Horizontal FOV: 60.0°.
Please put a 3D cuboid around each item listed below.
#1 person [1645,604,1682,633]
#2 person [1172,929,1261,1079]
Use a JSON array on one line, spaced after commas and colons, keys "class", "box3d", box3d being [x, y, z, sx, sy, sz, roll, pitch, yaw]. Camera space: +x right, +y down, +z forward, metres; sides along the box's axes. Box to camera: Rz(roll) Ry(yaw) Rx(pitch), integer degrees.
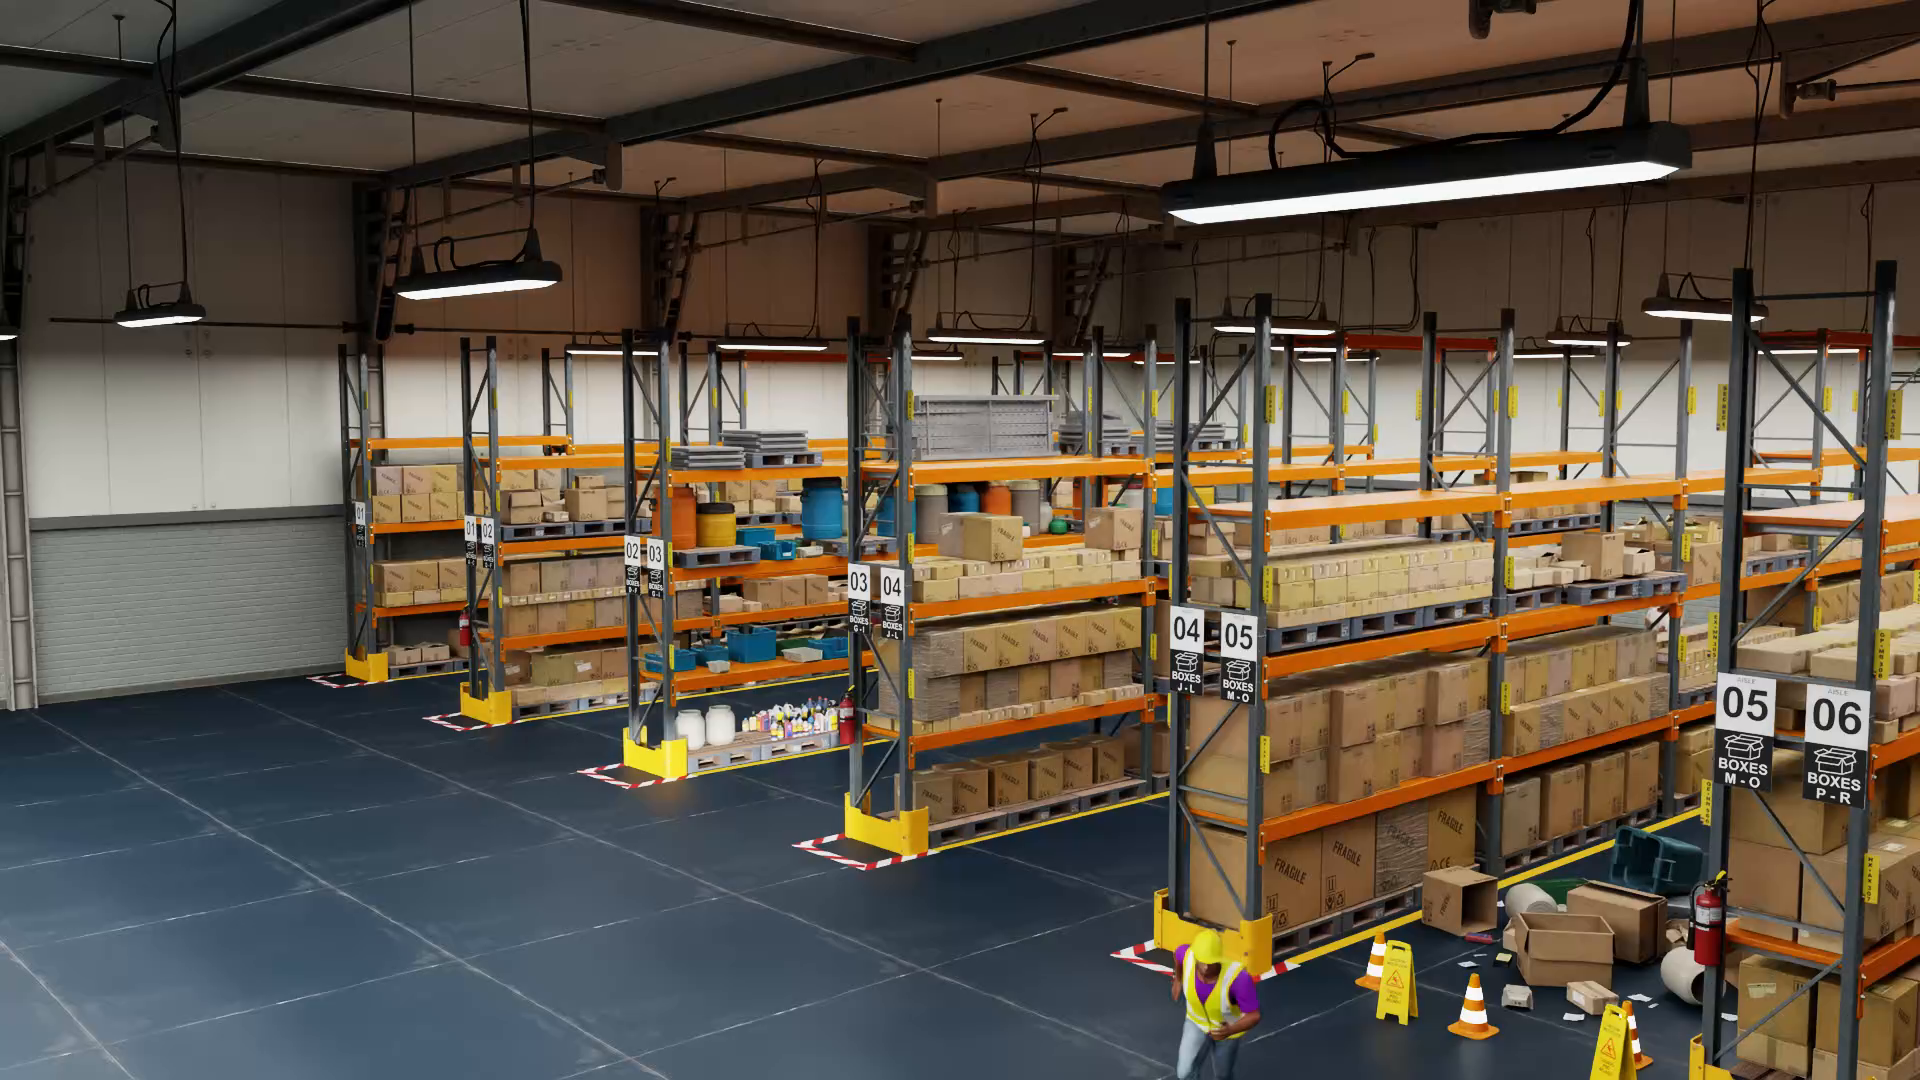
[{"class": "person", "box3d": [11.912, 1.755, 28.282, 0.671, 1.786, 0.726, 4, 7, 38]}, {"class": "person", "box3d": [1.751, 3.335, 11.393, 0.725, 1.577, 1.101, 2, 6, 24]}]
